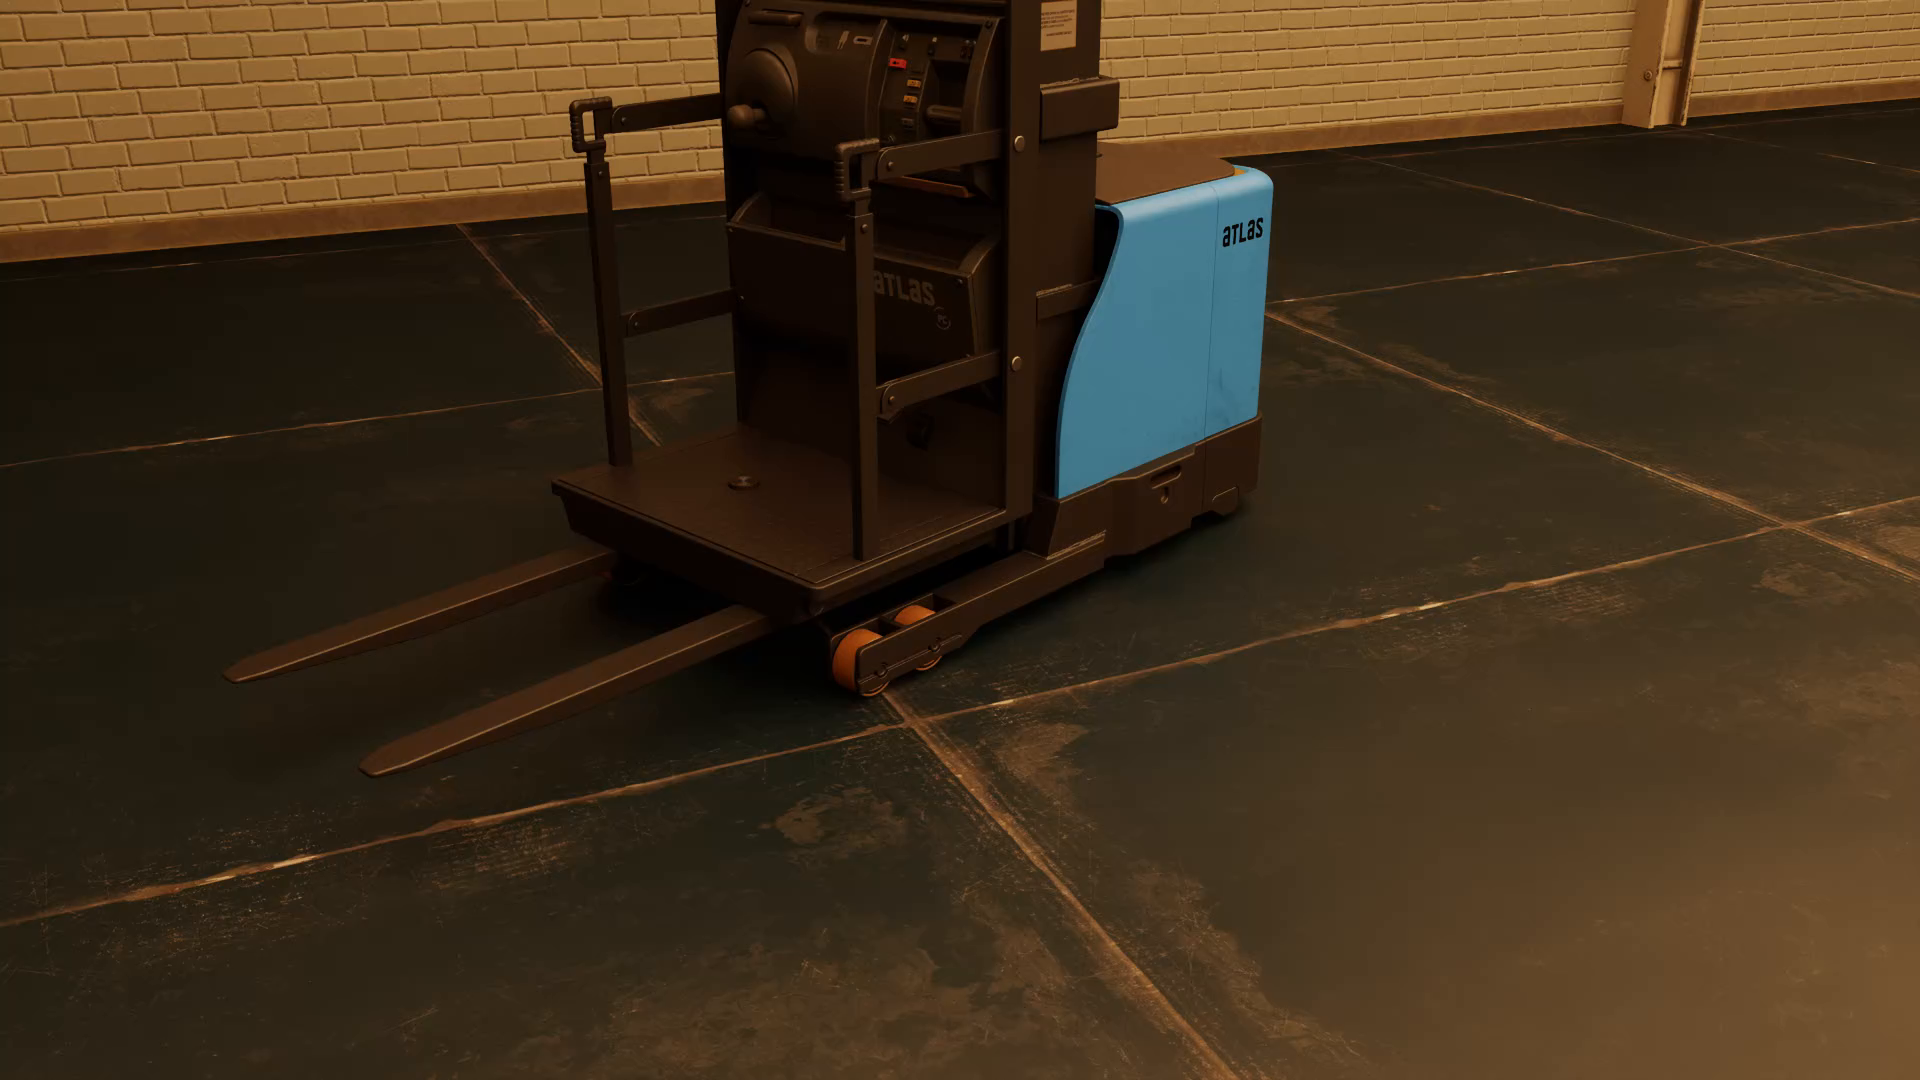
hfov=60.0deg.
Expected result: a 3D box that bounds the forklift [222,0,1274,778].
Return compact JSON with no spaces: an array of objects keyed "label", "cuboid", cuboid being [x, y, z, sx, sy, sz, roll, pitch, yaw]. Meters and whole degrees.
[{"label":"forklift","cuboid":[-0.413,-1.182,4.131,1.130,2.935,3.031,19,29,39]}]
